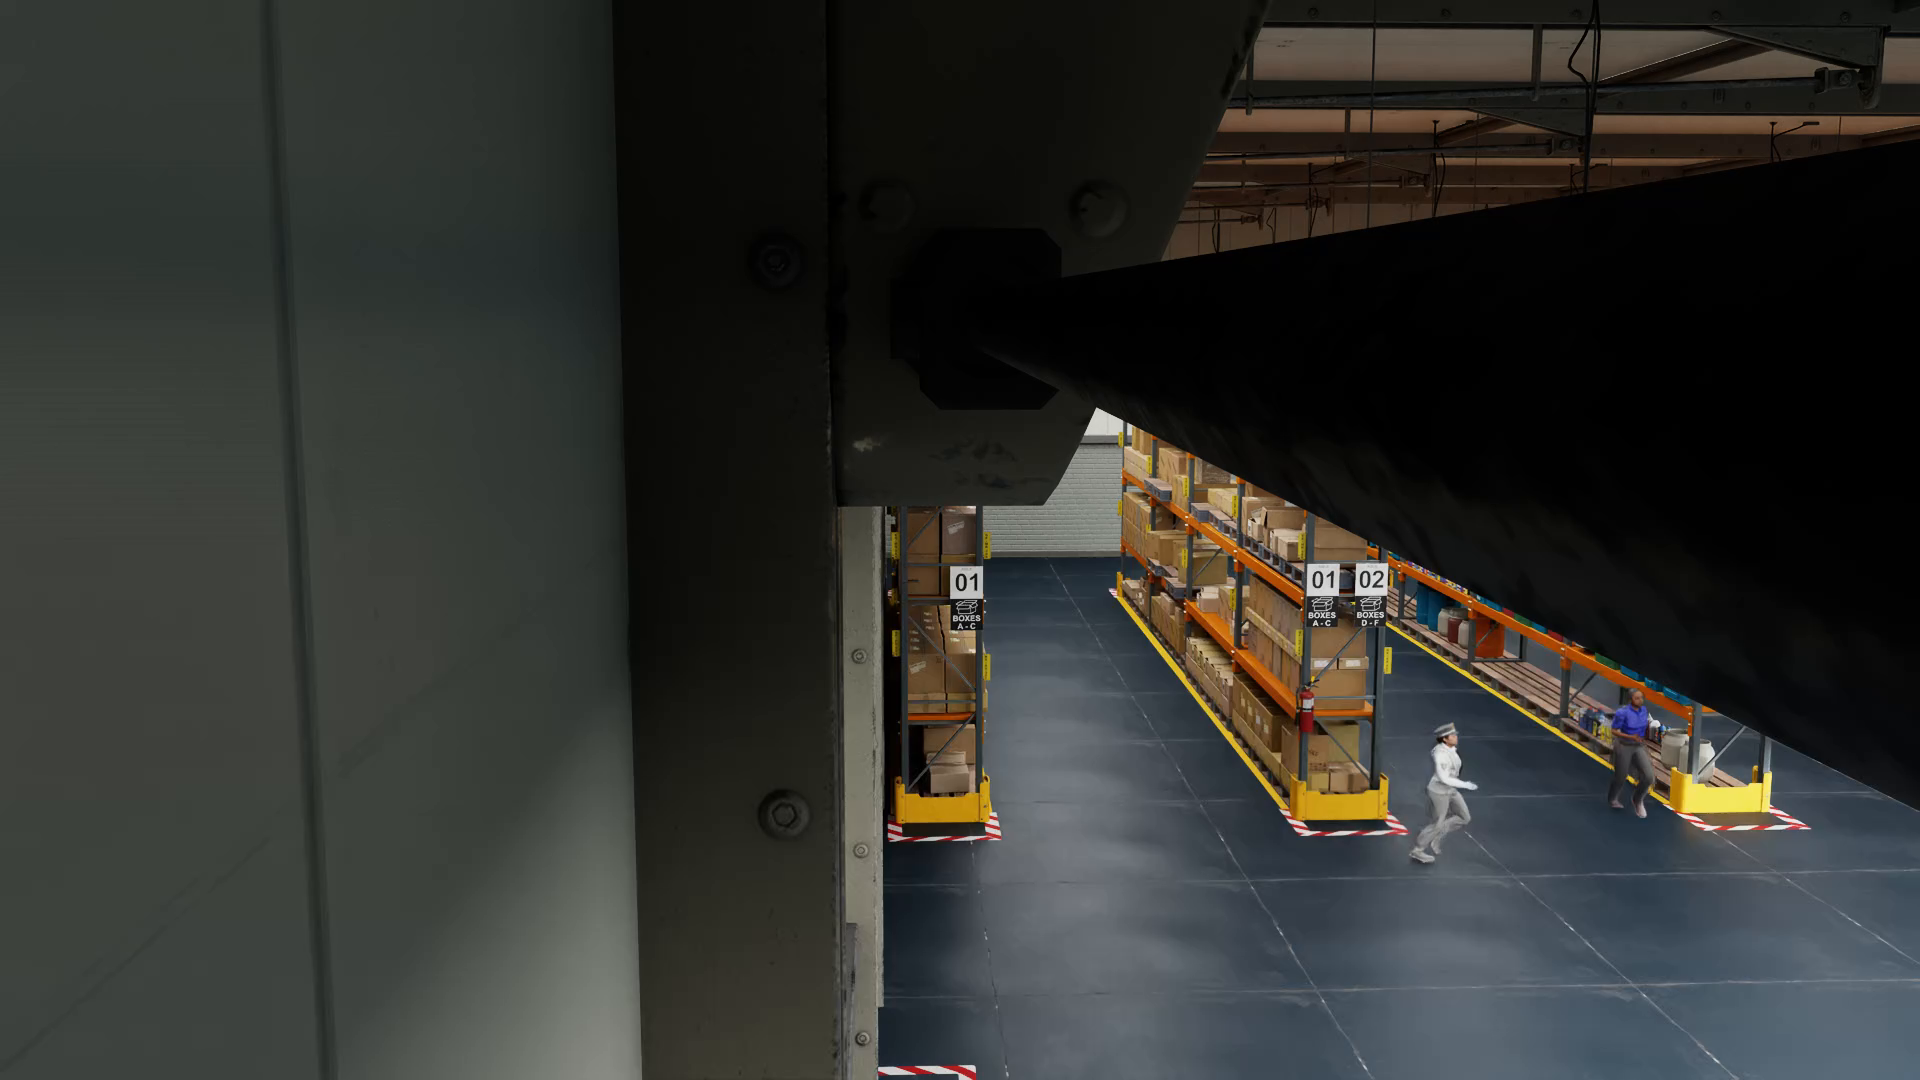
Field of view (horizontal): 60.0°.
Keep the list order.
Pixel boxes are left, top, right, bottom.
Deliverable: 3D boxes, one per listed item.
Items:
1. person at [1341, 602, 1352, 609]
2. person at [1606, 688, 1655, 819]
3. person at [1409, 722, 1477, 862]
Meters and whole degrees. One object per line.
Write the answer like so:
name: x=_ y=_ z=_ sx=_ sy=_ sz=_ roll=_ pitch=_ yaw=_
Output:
person: x=6.845 y=1.269 z=30.183 sx=0.600 sy=1.675 sz=0.892 roll=-2 pitch=8 yaw=-17
person: x=8.349 y=2.636 z=20.691 sx=0.599 sy=1.648 sz=0.757 roll=-1 pitch=8 yaw=-10
person: x=5.530 y=2.858 z=18.917 sx=0.725 sy=1.647 sz=0.635 roll=5 pitch=9 yaw=31
